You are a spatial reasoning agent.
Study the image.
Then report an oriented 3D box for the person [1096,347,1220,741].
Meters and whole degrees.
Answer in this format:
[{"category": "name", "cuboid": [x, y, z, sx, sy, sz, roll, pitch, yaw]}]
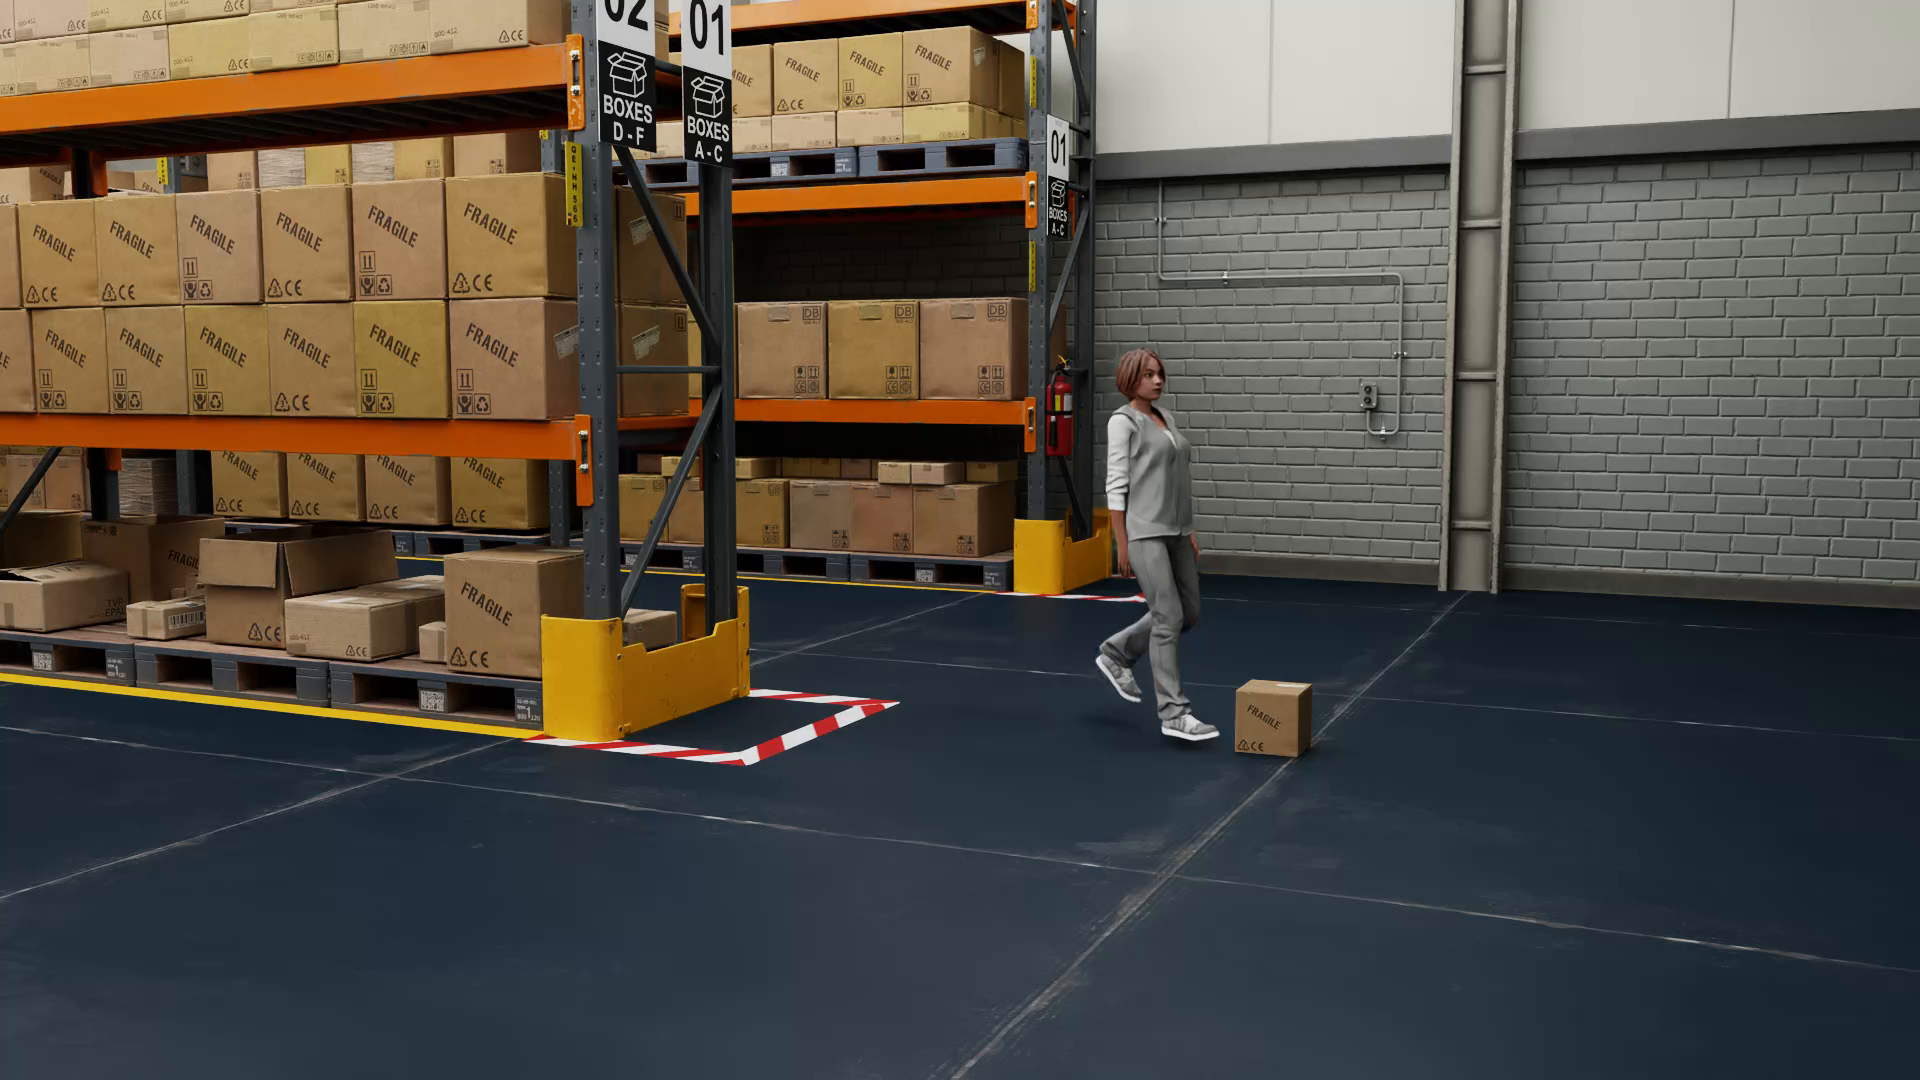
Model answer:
[{"category": "person", "cuboid": [0.807, -0.002, 6.856, 0.718, 1.577, 0.424, 5, 7, 38]}]
